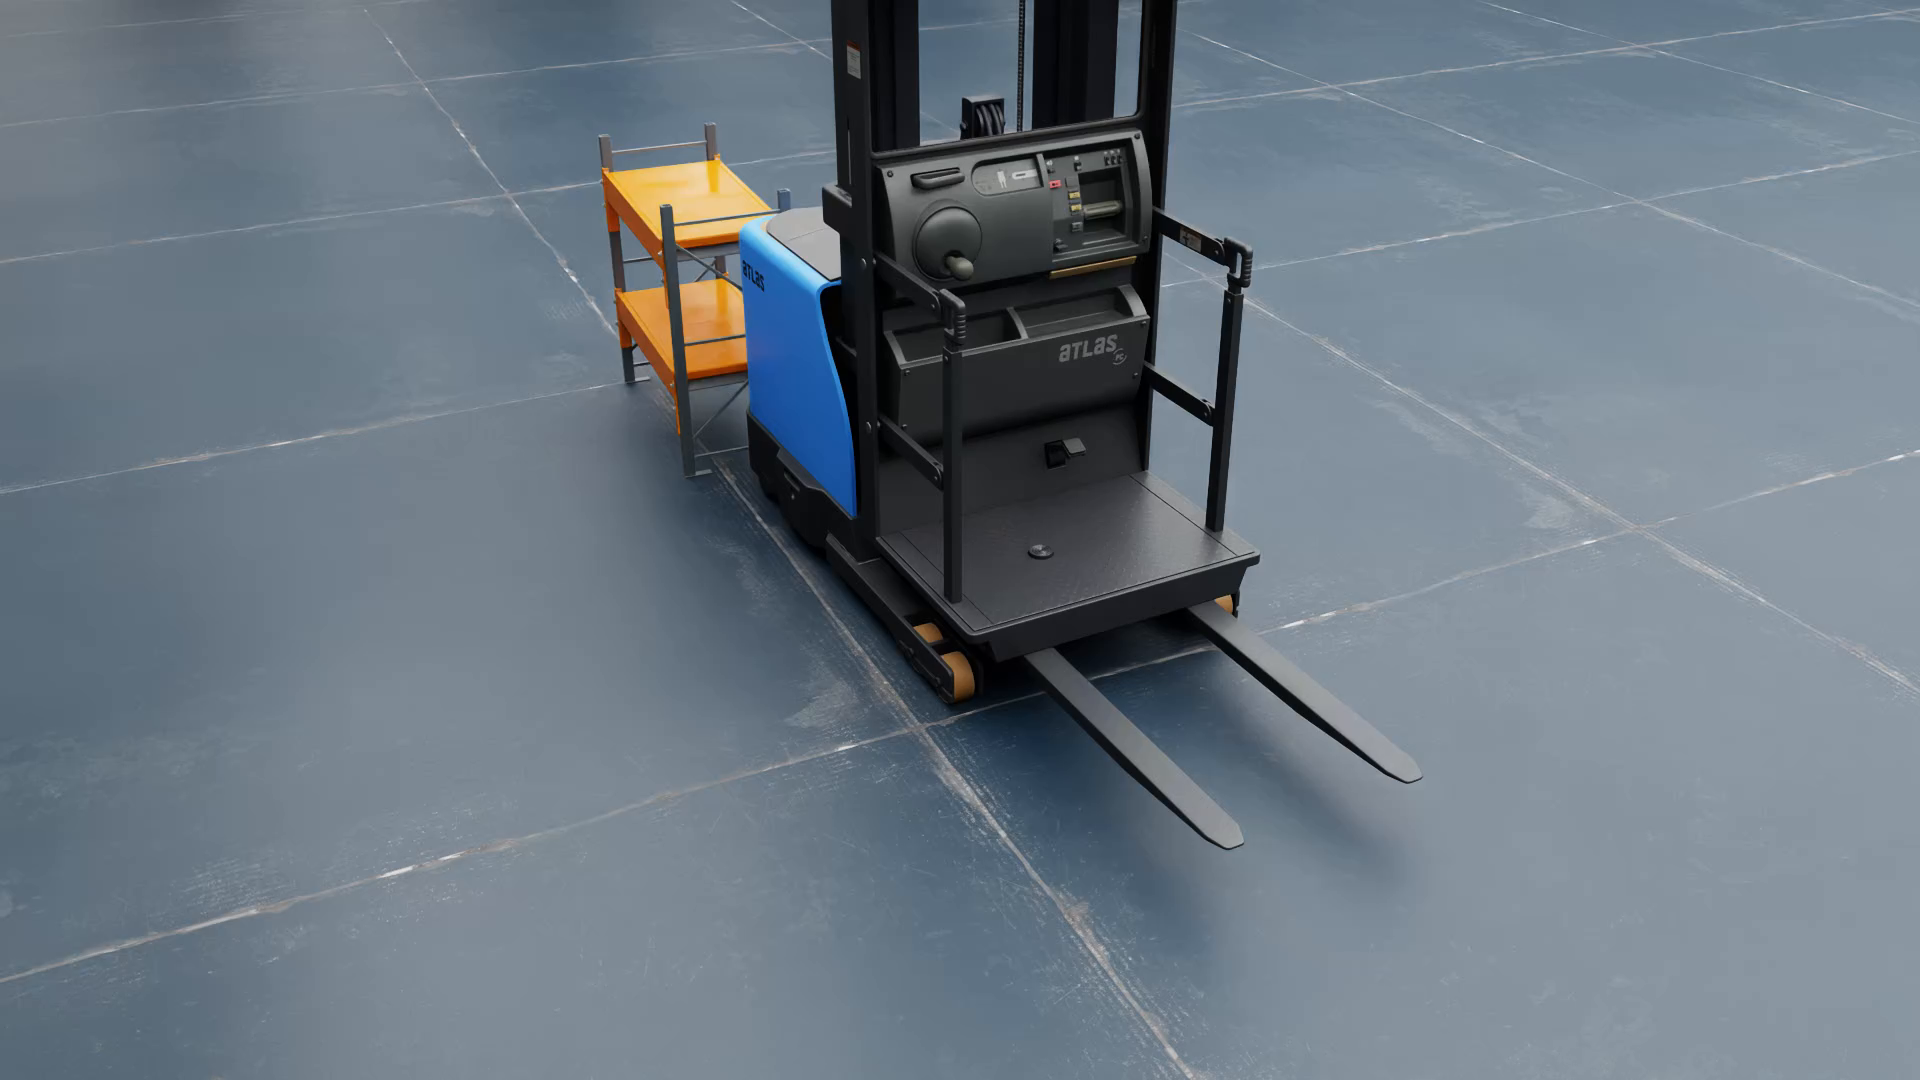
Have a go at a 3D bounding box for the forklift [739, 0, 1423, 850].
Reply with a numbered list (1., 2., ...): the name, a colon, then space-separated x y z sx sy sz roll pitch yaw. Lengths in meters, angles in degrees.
1. forklift: 0.292 -1.006 5.047 1.130 2.935 3.031 -14 32 -24

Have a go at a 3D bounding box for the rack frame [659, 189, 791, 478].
1. rack frame: -0.880 -0.794 6.515 0.500 1.125 0.032 -12 31 -20

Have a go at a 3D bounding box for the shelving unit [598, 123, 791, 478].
1. shelving unit: -1.082 -1.022 6.922 0.538 1.125 1.048 -12 31 -20

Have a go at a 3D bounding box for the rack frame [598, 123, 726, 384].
1. rack frame: -1.283 -1.250 7.329 0.500 1.125 0.032 -12 31 -20

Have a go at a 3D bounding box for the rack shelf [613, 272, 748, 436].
1. rack shelf: -1.082 -0.809 7.042 0.538 0.278 1.000 -12 31 -20

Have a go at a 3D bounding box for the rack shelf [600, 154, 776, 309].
1. rack shelf: -1.082 -1.277 6.779 0.538 0.278 1.000 -12 31 -20
